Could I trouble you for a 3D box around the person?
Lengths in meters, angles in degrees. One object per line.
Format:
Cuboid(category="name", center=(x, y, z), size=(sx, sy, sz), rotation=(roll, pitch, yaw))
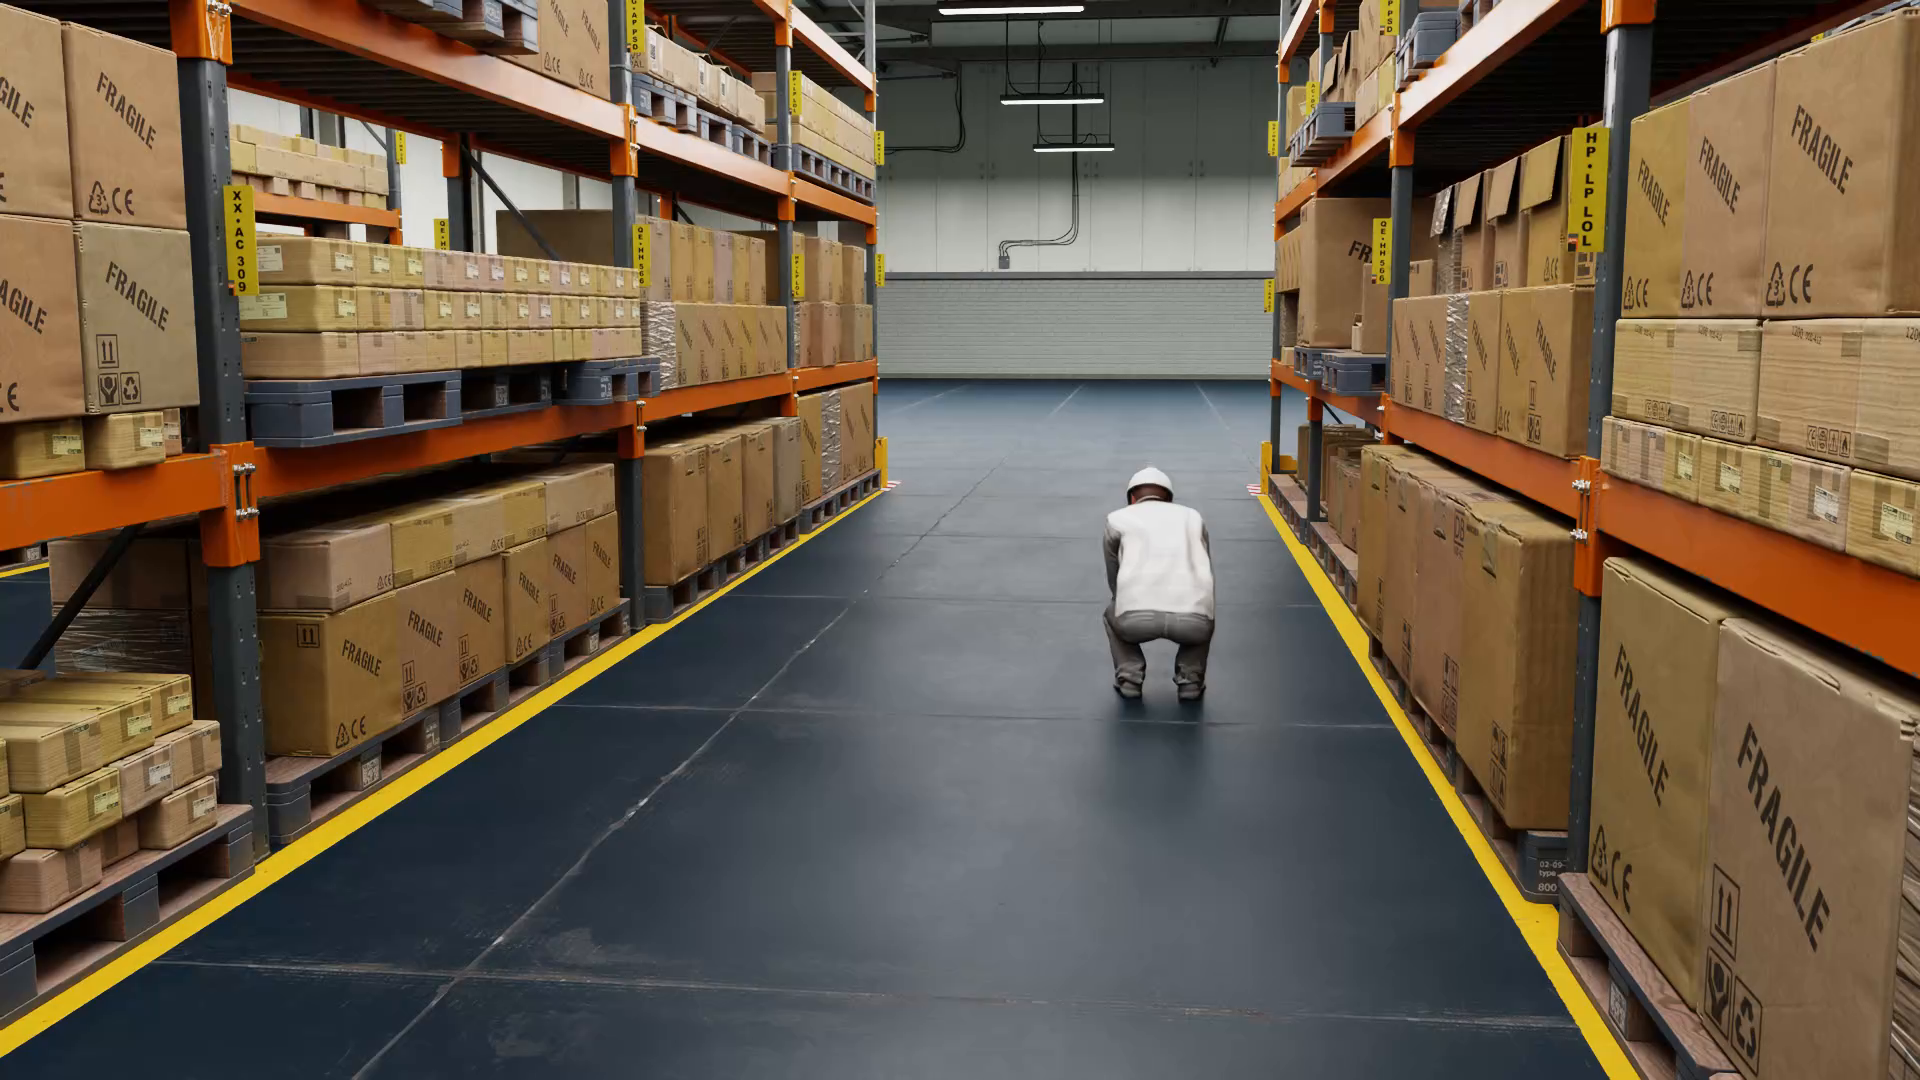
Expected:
Cuboid(category="person", center=(0.926, 0.189, 7.719), size=(0.529, 1.011, 0.862), rotation=(1, 8, 6))
